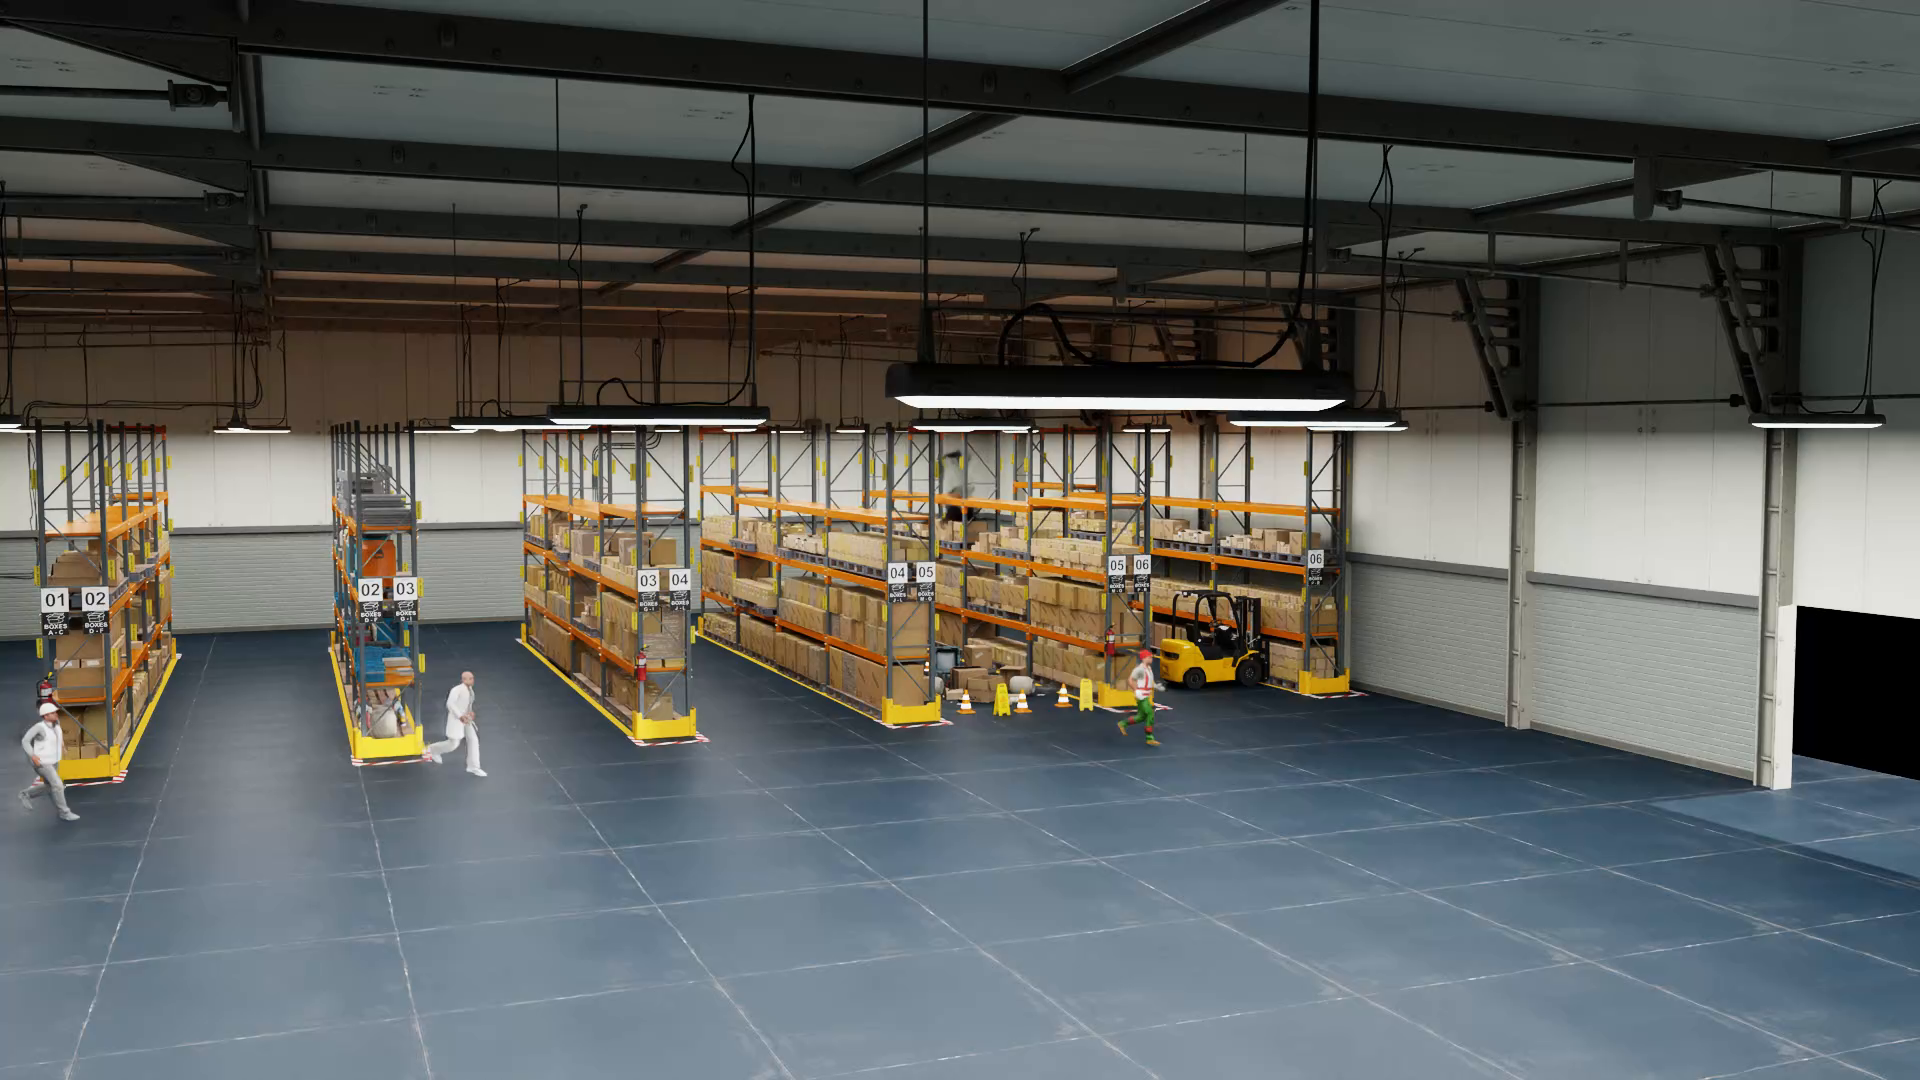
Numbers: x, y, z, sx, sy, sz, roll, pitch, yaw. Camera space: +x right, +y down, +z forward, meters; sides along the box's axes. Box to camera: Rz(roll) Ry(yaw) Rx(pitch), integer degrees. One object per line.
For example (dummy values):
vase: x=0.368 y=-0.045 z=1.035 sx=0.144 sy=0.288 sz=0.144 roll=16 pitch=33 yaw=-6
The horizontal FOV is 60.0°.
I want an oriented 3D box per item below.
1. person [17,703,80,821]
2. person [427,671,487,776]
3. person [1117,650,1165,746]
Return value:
person: x=-13.630 y=3.301 z=24.768 sx=0.949 sy=1.767 sz=0.681 roll=0 pitch=4 yaw=5
person: x=-8.516 y=3.106 z=28.160 sx=1.117 sy=1.778 sz=0.714 roll=1 pitch=4 yaw=18
person: x=3.318 y=2.917 z=30.892 sx=0.904 sy=1.770 sz=0.636 roll=2 pitch=4 yaw=25
